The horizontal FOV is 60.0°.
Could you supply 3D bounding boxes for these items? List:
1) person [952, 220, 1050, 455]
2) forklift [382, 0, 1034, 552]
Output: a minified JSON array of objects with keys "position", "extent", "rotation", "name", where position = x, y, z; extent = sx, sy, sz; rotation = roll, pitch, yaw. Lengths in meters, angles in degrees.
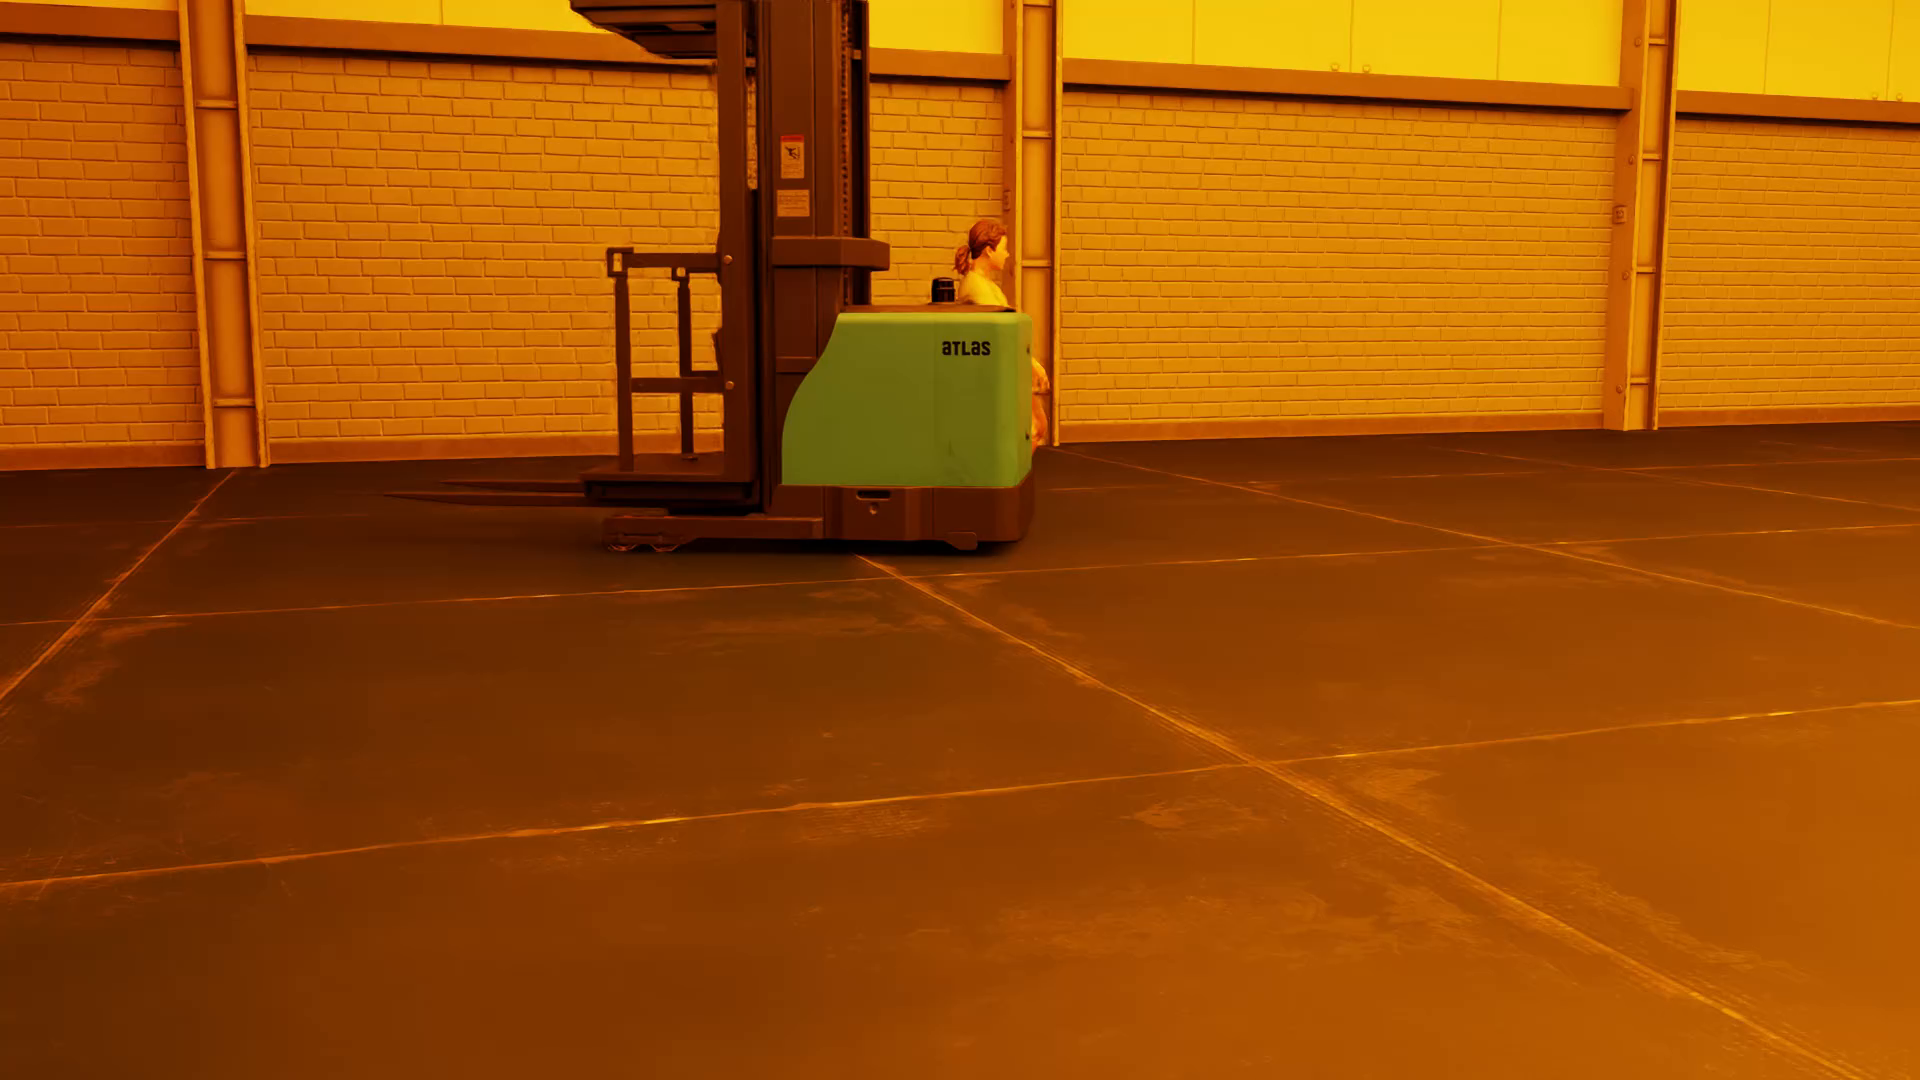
[{"position":[0.209,-0.873,8.771],"extent":[0.518,1.600,0.721],"rotation":[0,8,2],"name":"person"},{"position":[-1.186,-1.466,7.827],"extent":[3.031,2.935,1.130],"rotation":[1,8,7],"name":"forklift"}]
